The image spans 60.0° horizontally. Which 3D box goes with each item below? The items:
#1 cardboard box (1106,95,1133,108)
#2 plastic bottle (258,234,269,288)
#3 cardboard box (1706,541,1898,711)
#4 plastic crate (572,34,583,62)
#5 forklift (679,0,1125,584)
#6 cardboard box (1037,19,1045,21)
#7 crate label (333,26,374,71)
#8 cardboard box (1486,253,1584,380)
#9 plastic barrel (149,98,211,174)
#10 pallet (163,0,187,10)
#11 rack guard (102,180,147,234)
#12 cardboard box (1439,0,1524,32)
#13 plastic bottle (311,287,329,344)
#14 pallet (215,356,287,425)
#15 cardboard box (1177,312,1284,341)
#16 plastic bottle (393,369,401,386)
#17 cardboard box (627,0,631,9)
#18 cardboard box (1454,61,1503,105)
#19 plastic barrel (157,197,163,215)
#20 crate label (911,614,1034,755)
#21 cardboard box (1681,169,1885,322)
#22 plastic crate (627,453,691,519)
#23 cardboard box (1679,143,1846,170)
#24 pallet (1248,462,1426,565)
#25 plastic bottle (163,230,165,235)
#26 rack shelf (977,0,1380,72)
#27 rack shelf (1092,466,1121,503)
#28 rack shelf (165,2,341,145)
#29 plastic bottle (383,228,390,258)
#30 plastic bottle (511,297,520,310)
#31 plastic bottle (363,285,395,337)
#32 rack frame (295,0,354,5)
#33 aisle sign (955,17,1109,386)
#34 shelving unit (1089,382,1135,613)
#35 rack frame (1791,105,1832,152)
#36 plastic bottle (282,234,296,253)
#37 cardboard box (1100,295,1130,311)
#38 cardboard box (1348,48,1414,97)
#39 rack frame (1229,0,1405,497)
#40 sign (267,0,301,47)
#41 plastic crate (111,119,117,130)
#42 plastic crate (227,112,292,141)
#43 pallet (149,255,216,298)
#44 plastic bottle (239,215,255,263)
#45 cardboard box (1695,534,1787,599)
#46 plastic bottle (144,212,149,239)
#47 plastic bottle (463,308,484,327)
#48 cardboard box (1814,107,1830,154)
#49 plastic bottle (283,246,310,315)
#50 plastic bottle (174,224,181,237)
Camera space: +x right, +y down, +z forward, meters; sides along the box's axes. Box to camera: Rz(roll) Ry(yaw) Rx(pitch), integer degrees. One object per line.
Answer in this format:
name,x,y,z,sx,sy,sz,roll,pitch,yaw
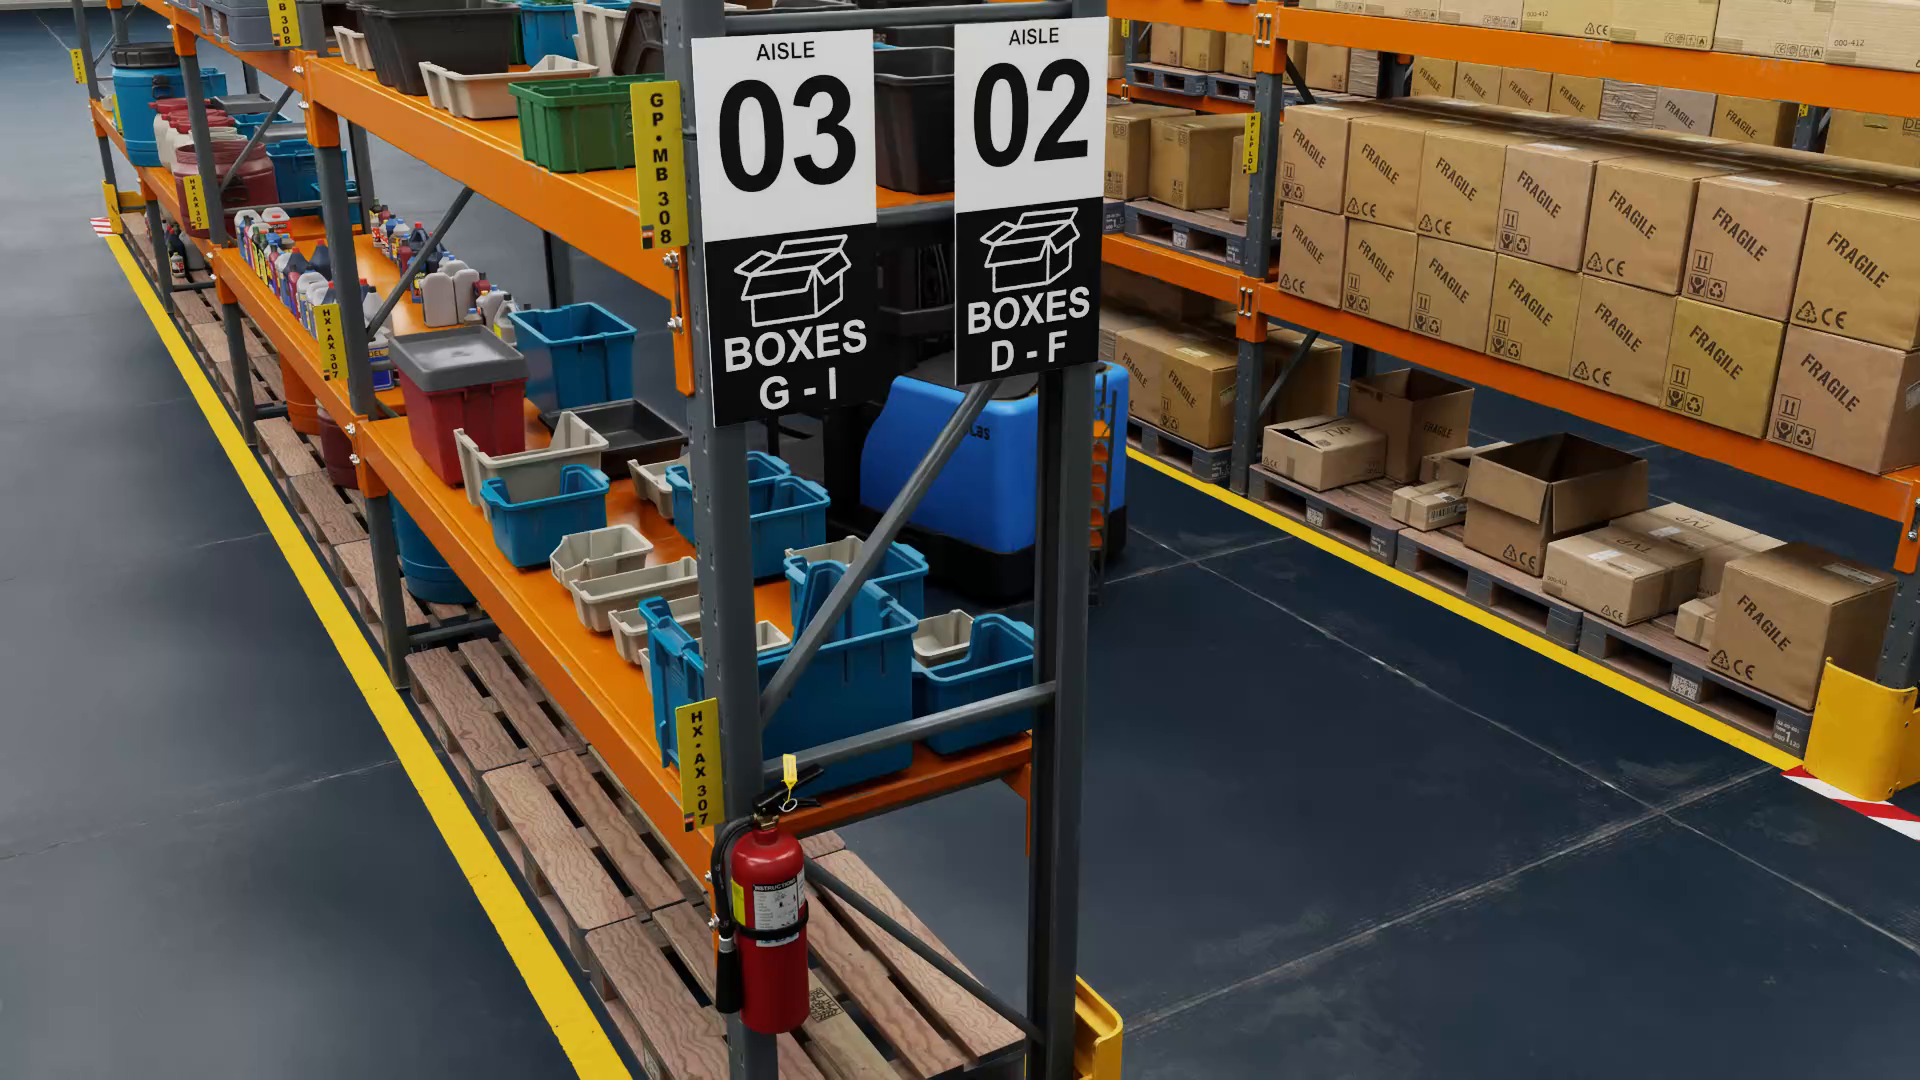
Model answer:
cardboard box,0.762,-2.782,11.482,0.700,0.500,0.500,-8,23,-18
plastic bottle,-3.893,-1.572,9.350,0.061,0.283,0.133,-13,25,-28
cardboard box,3.638,0.359,7.180,0.500,0.500,0.500,-13,25,-28
plastic crate,-1.199,-1.739,5.972,0.293,0.136,0.466,-13,25,-28
forklift,-0.661,-1.427,8.931,3.031,2.935,1.130,7,23,16
cardboard box,1.239,-6.011,19.294,0.500,0.500,0.500,-13,26,-30
crate label,-2.175,-1.863,6.278,0.293,0.136,0.466,-13,25,-28
cardboard box,2.889,-1.098,7.897,0.500,0.500,0.500,-13,25,-29
plastic barrel,-5.963,-3.110,12.800,0.433,0.535,0.433,0,22,0
pallet,-3.913,-3.140,9.321,1.003,0.211,1.213,-13,25,-28
rack guard,-8.227,-3.521,17.309,1.175,0.500,0.348,-13,25,-28
cardboard box,2.626,-2.552,7.821,0.500,0.250,0.500,-13,25,-28
plastic bottle,-3.100,-1.099,8.197,0.152,0.276,0.135,-13,25,-28
pallet,-4.582,-1.071,11.666,1.003,0.211,1.213,-13,25,-28
cardboard box,1.764,-1.181,10.969,0.500,0.500,0.500,-12,25,-27
plastic bottle,-2.558,-0.813,7.592,0.097,0.201,0.097,0,22,0
cardboard box,-3.260,-5.790,17.718,0.700,0.500,0.500,-12,25,-28
cardboard box,4.585,-3.826,14.186,0.500,0.500,0.500,-12,25,-26
plastic barrel,-7.904,-3.538,16.778,0.421,0.512,0.421,0,22,0
crate label,0.024,0.392,4.507,0.416,0.233,0.303,-13,25,-28
cardboard box,3.405,-1.231,6.895,0.500,0.500,0.500,-12,25,-27
plastic crate,-1.028,-0.209,6.114,0.293,0.136,0.466,-13,25,-28
cardboard box,3.602,-1.501,7.560,0.500,0.500,0.500,-12,25,-28
pallet,2.434,-0.247,9.639,1.003,0.211,1.213,-13,25,-28
plastic bottle,-7.057,-2.605,14.759,0.061,0.283,0.133,-11,24,-25
rack shelf,1.062,-3.465,10.825,1.077,0.370,4.000,-13,25,-28
rack shelf,0.646,-0.295,8.223,0.180,0.103,0.258,-24,31,-25
rack shelf,-3.198,-2.513,8.484,1.077,0.370,4.000,-13,25,-28
plastic bottle,-3.435,-1.817,10.061,0.097,0.201,0.097,0,22,0
plastic bottle,-2.189,-1.059,8.105,0.097,0.271,0.097,0,22,0
plastic bottle,-2.803,-1.049,7.975,0.144,0.351,0.185,-13,25,-28
rack frame,-2.176,-3.589,6.190,1.000,3.000,0.127,-13,25,-28
aisle sign,0.159,-0.753,3.728,0.394,0.787,0.004,-13,25,-28
shelving unit,0.658,-0.228,8.257,0.189,1.200,0.258,-24,31,-25
rack frame,6.341,-2.715,12.008,1.000,3.000,0.127,-13,25,-28
plastic bottle,-3.942,-1.691,9.751,0.097,0.201,0.097,0,22,0
cardboard box,0.823,-1.400,11.508,0.500,0.500,0.500,-14,26,-30
cardboard box,4.049,-4.410,15.462,0.700,0.500,0.500,-16,27,-34
rack frame,2.084,-1.761,9.661,1.000,3.000,0.127,-13,25,-28
sign,-2.650,-2.098,6.495,0.100,0.325,0.005,-13,25,-28
plastic crate,-7.310,-3.754,14.914,0.530,0.136,0.437,-13,25,-28
plastic crate,-5.432,-3.095,12.963,0.392,0.384,0.575,-13,25,-28
pallet,-6.570,-2.333,14.771,1.003,0.211,1.213,-13,25,-28
plastic bottle,-4.241,-1.800,9.927,0.097,0.271,0.097,0,22,0
cardboard box,3.838,0.211,7.876,0.500,0.250,0.500,-13,25,-28
plastic bottle,-7.648,-2.987,15.716,0.097,0.271,0.097,0,22,0
plastic bottle,-2.370,-1.029,8.124,0.097,0.201,0.097,0,22,0
cardboard box,6.322,-3.106,12.415,0.500,0.500,0.500,-14,26,-30
plastic bottle,-3.490,-1.378,8.784,0.144,0.351,0.185,-13,25,-28
plastic bottle,-7.028,-2.693,14.976,0.061,0.283,0.133,-13,25,-28
